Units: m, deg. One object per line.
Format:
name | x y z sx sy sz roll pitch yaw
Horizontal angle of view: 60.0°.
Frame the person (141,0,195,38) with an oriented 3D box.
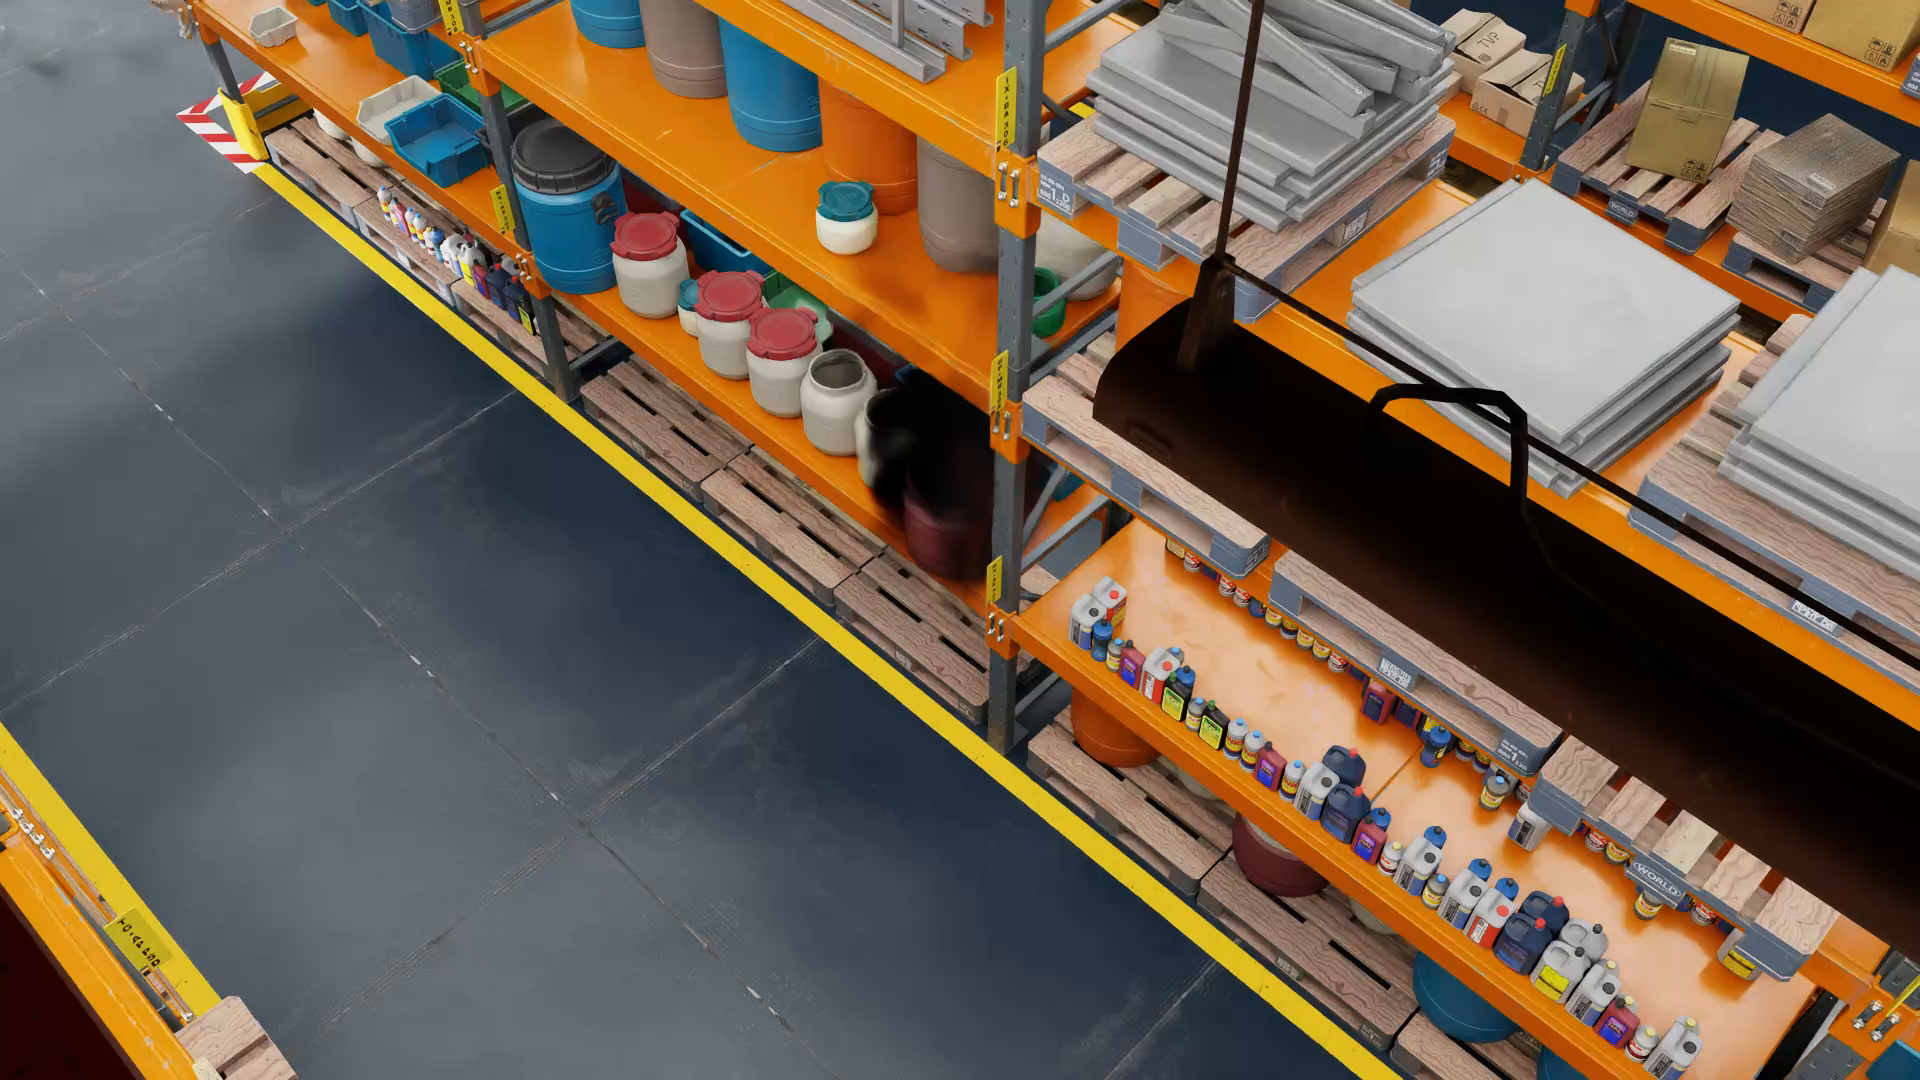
person | -6.486 -4.735 13.274 0.705 1.748 0.662 -7 50 -6
